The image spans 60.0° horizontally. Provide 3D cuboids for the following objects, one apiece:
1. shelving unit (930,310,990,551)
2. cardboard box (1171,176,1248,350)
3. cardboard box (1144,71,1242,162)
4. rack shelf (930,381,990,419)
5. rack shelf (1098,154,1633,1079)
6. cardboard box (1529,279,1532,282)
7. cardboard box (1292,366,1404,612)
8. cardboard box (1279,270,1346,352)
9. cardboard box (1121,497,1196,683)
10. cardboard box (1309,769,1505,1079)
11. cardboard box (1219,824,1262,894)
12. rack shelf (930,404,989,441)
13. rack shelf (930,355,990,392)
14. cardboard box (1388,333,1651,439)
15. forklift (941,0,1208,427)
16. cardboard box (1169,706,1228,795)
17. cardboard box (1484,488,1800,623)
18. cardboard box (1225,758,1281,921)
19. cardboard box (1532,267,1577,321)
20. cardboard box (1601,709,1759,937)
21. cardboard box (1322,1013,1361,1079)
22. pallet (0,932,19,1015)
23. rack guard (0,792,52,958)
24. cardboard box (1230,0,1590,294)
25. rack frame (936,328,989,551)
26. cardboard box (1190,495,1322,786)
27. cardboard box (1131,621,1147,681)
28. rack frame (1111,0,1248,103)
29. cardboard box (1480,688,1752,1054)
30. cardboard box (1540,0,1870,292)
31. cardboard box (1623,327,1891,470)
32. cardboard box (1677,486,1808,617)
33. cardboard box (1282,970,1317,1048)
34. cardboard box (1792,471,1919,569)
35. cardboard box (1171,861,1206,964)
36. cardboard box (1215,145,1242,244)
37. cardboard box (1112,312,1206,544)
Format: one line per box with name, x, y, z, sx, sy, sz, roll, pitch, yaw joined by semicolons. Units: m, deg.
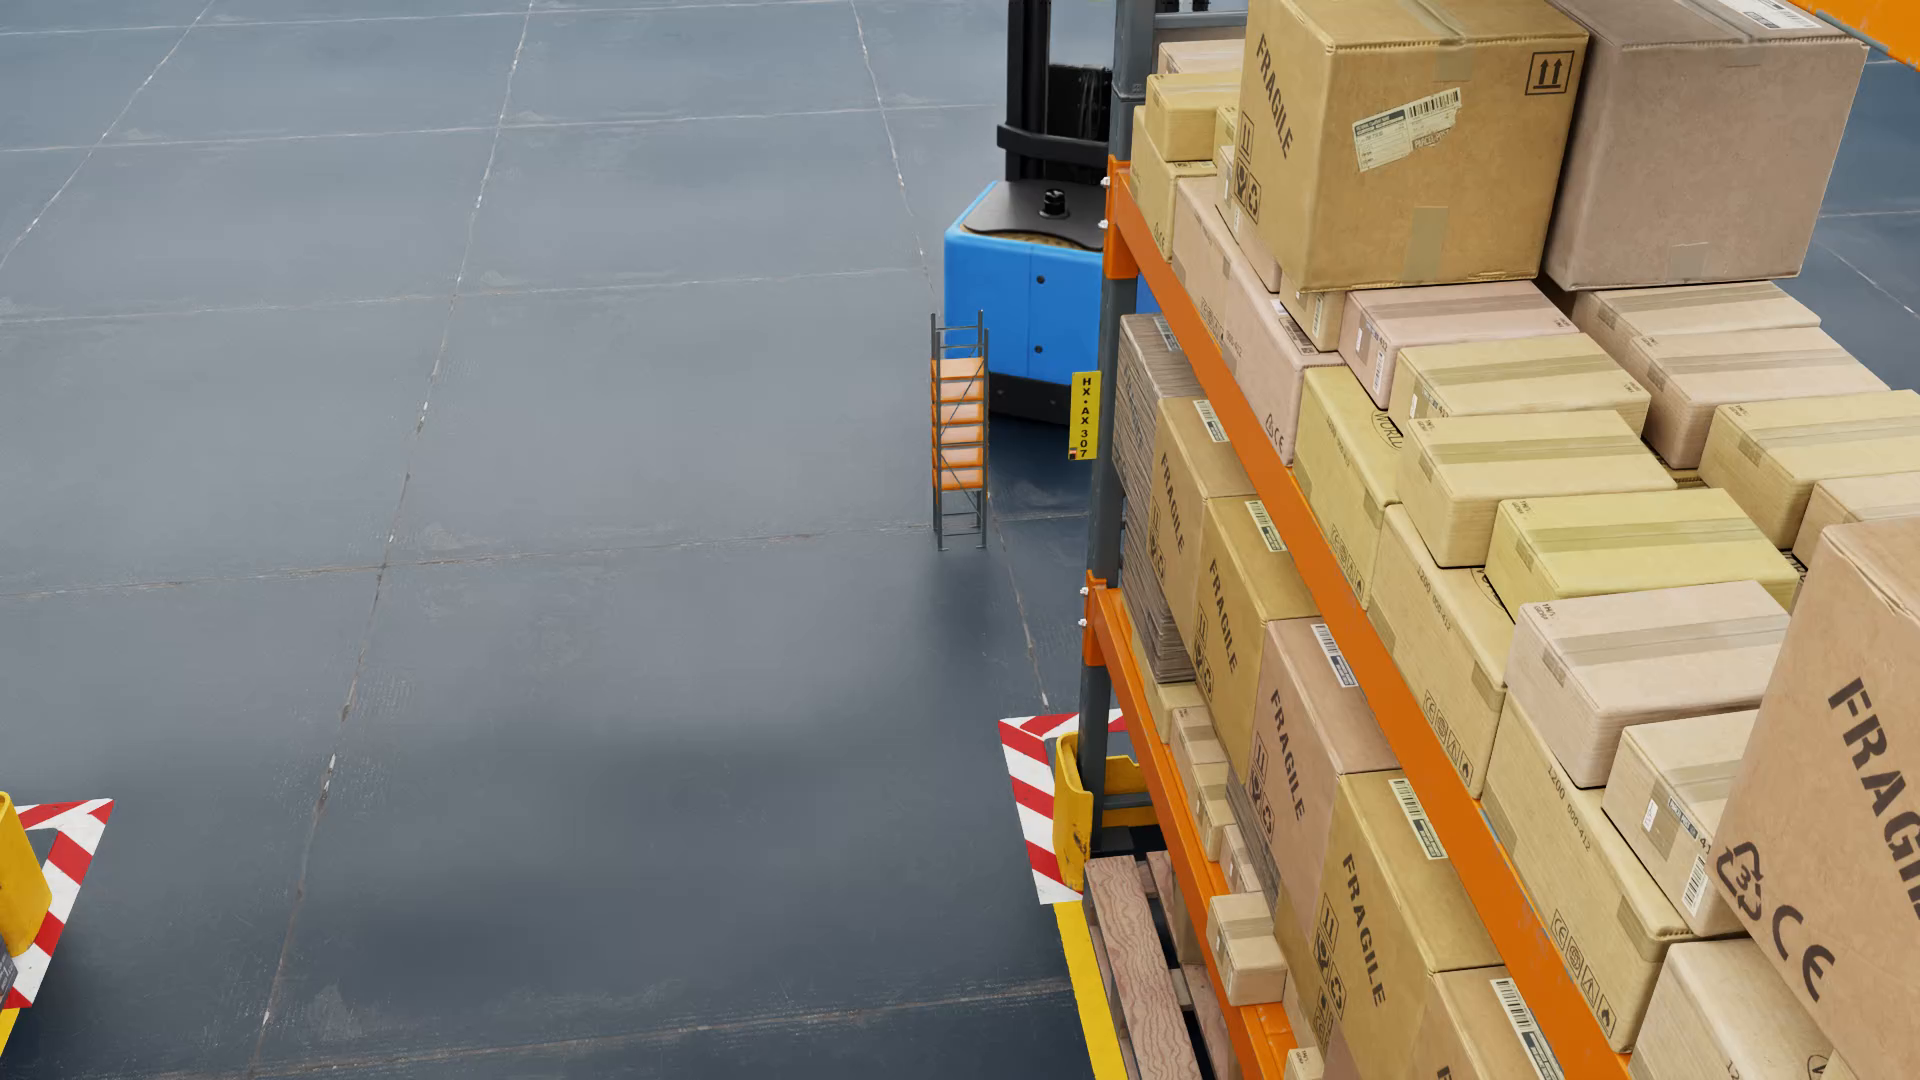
shelving unit;-0.002;-0.504;7.924;0.258;1.200;0.189;-4;35;-6
cardboard box;0.831;-0.688;4.065;0.500;0.250;0.500;-5;35;-7
cardboard box;0.693;-1.105;4.324;0.380;0.149;0.250;-4;34;-5
rack shelf;-0.002;-0.665;7.814;0.258;0.103;0.180;-4;35;-6
rack shelf;1.215;0.088;3.433;1.077;0.370;4.000;-4;35;-6
cardboard box;1.394;-0.449;3.714;0.500;0.250;0.500;-4;34;-5
cardboard box;0.968;-0.121;3.234;0.500;0.250;0.500;-3;34;-5
cardboard box;0.896;-0.529;3.478;0.380;0.149;0.250;-6;35;-9
cardboard box;0.993;0.059;5.147;0.875;0.500;0.500;-4;35;-6
cardboard box;1.016;0.780;3.200;0.500;0.500;0.500;-4;35;-6
cardboard box;0.923;0.892;4.501;0.380;0.149;0.250;-4;35;-6
rack shelf;-0.002;-0.566;7.881;0.258;0.103;0.180;-4;35;-6
rack shelf;-0.002;-0.765;7.746;0.258;0.103;0.180;-4;35;-6
cardboard box;1.023;-0.248;3.066;0.380;0.149;0.250;-6;35;-8
forklift;0.882;-2.612;9.480;1.130;2.935;3.031;12;36;17
cardboard box;0.836;0.614;4.908;0.380;0.149;0.250;-4;35;-6
cardboard box;1.065;0.053;2.624;0.380;0.149;0.250;-3;34;-5
cardboard box;1.204;0.611;4.337;0.875;0.500;0.500;-4;35;-6
cardboard box;1.461;-0.570;3.539;0.380;0.149;0.250;-6;35;-9
cardboard box;1.090;0.355;2.181;0.380;0.149;0.250;-6;35;-9
cardboard box;1.286;1.173;3.512;0.875;0.500;0.500;-4;35;-6
pallet;-3.797;1.826;5.383;1.003;0.211;1.213;-4;35;-6
rack guard;-3.985;1.253;5.968;1.175;0.500;0.348;-4;35;-6
cardboard box;0.879;-0.847;3.369;0.500;0.500;0.500;-5;35;-7
rack frame;0.010;-0.453;7.849;0.240;1.200;0.006;-4;35;-6
cardboard box;0.879;0.223;4.019;0.500;0.500;0.500;-4;35;-6
cardboard box;0.763;0.336;5.317;0.380;0.149;0.250;-4;35;-6
rack frame;0.947;-2.565;4.023;1.000;3.000;0.127;-4;35;-6
cardboard box;1.104;0.442;2.408;0.500;0.250;0.500;-4;34;-5
cardboard box;1.406;-0.851;3.374;0.500;0.500;0.500;-4;35;-6
cardboard box;1.465;-0.267;3.094;0.380;0.149;0.250;-4;34;-5
cardboard box;1.545;0.125;2.872;0.500;0.250;0.500;-6;35;-8
cardboard box;1.019;1.169;4.094;0.380;0.149;0.250;-4;35;-6
cardboard box;1.602;0.014;2.682;0.380;0.149;0.250;-5;35;-7
cardboard box;1.014;1.123;5.785;0.500;0.500;0.500;2;34;2
cardboard box;0.815;-0.816;3.900;0.380;0.149;0.250;-3;34;-4
cardboard box;0.750;-0.336;4.838;0.500;0.500;0.500;-4;35;-6
